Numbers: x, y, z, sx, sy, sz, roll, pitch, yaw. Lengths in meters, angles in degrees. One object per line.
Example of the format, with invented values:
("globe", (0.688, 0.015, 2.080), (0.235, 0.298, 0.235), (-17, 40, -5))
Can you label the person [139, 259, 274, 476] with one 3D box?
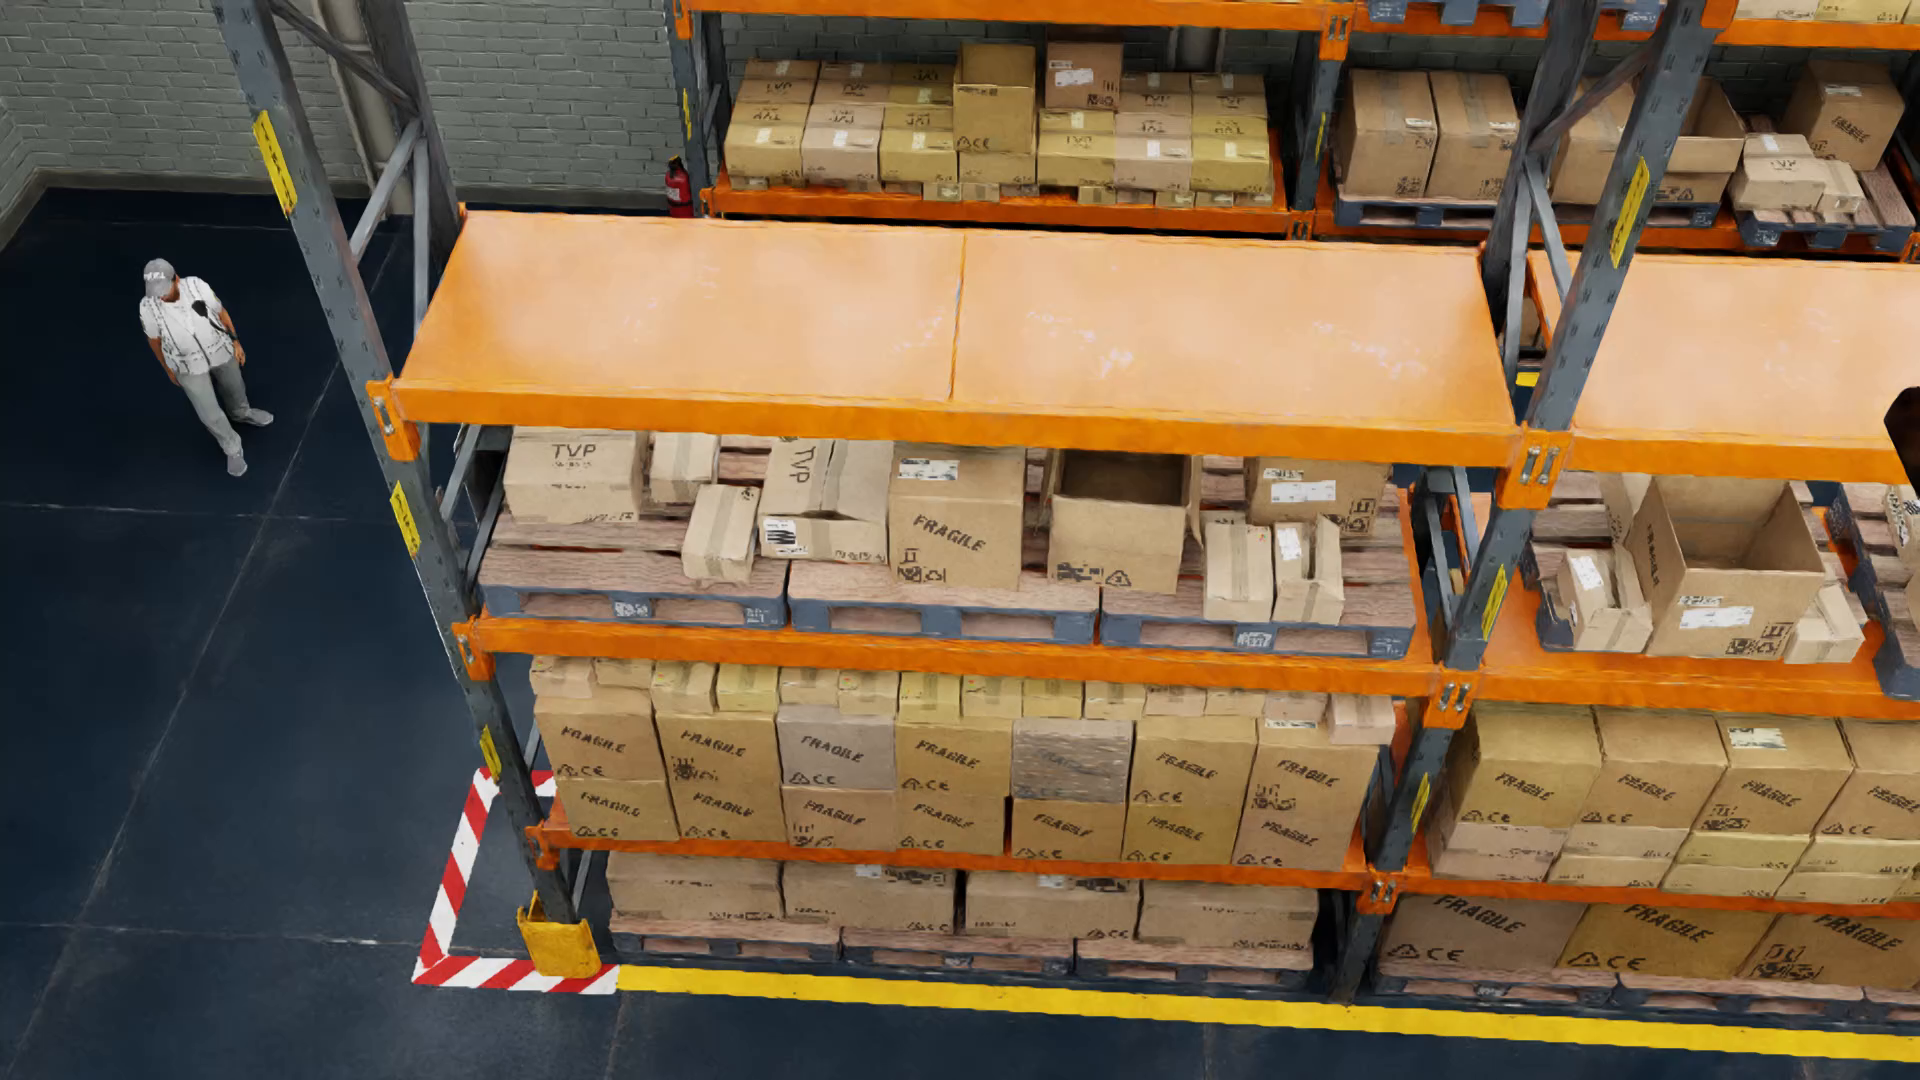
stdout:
("person", (-4.889, -1.206, 10.730), (0.531, 1.650, 0.574), (-30, 55, -25))
